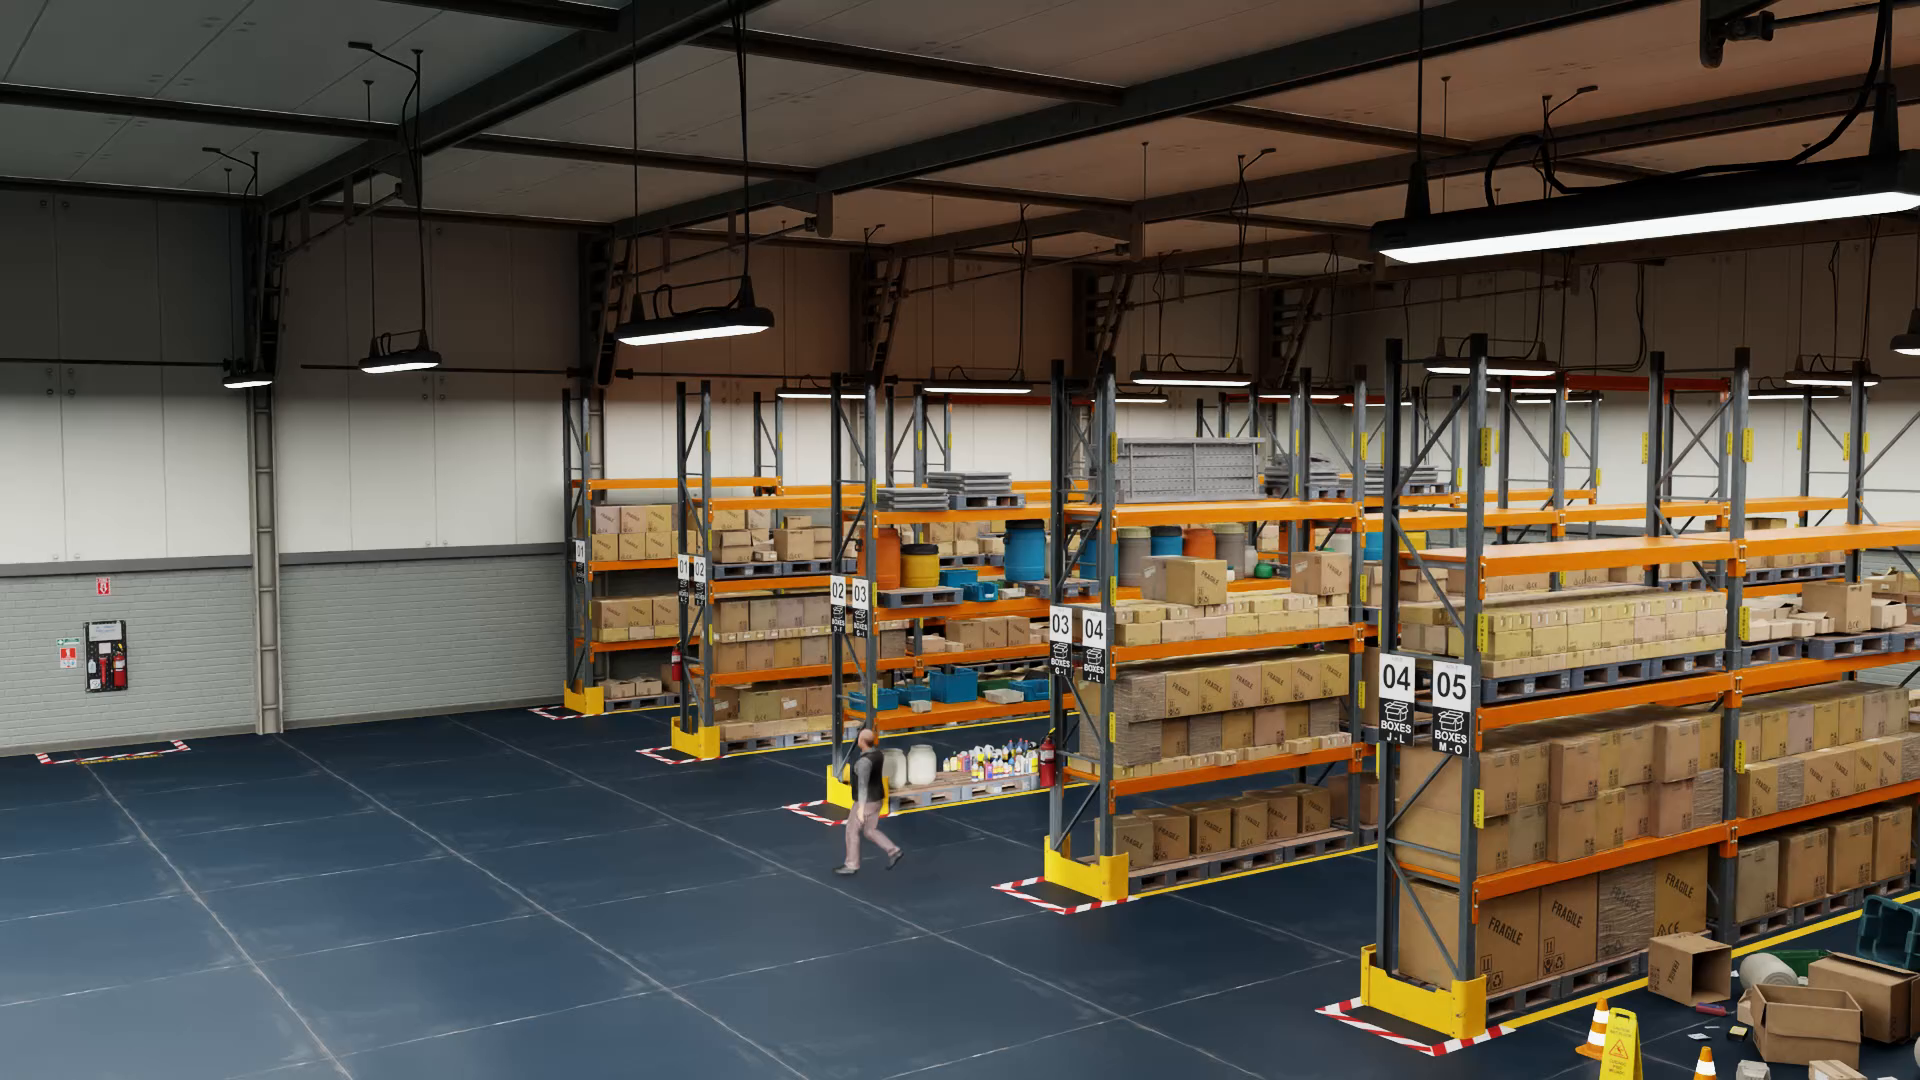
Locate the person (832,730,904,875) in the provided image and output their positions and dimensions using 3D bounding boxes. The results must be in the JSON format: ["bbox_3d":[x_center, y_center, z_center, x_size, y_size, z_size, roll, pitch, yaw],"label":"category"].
[{"bbox_3d":[-1.064,3.057,19.438,0.831,1.697,0.582,1,4,20],"label":"person"}]
